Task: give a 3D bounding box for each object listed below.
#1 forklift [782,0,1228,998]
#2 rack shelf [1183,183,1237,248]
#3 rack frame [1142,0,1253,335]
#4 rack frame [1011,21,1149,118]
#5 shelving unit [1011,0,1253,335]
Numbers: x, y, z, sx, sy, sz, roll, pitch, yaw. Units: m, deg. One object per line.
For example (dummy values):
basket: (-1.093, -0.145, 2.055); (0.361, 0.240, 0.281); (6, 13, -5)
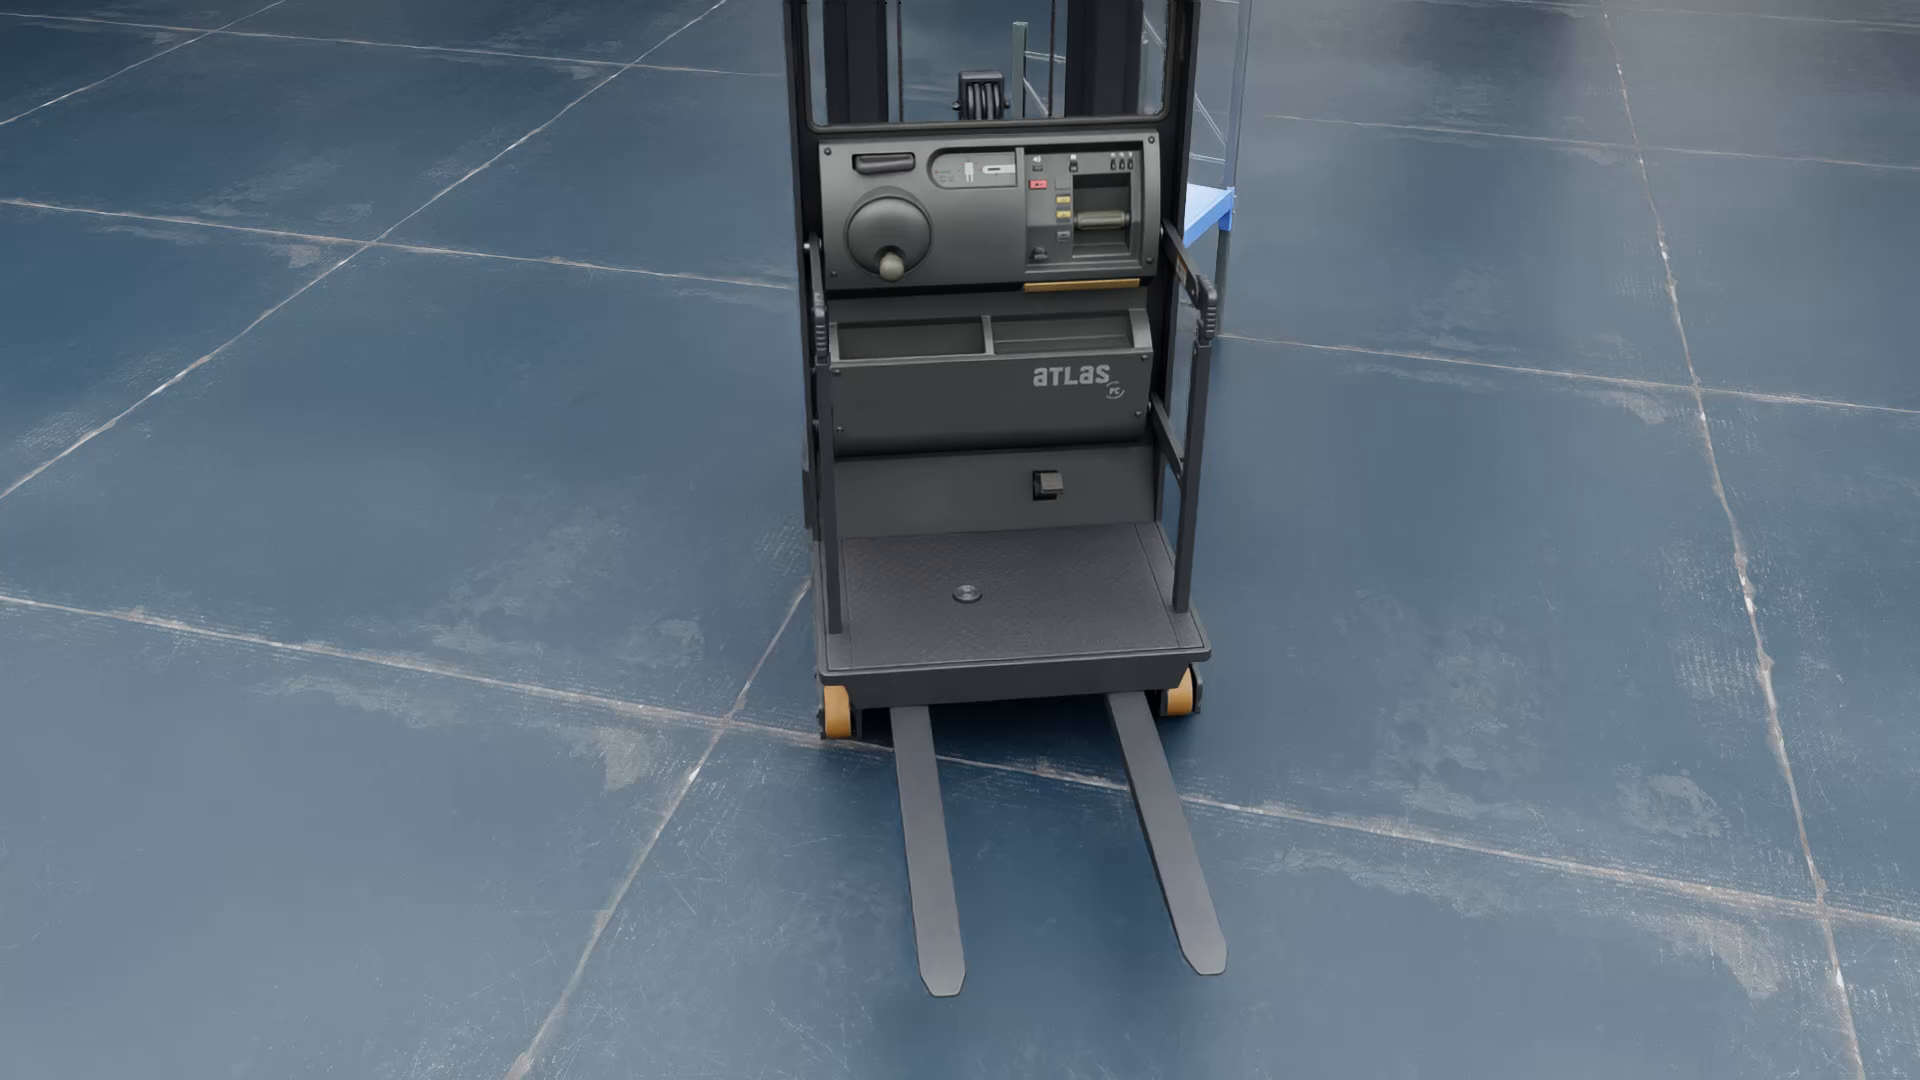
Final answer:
forklift: (0.111, -0.852, 4.359); (1.130, 2.935, 3.031); (-3, 33, -5)
rack shelf: (0.655, -1.194, 6.566); (0.538, 0.185, 1.000); (17, 36, 24)
rack frame: (0.901, -1.585, 6.845); (0.500, 1.500, 0.032); (17, 36, 24)
rack frame: (0.409, -1.107, 6.094); (0.500, 1.500, 0.032); (17, 36, 24)
shelving unit: (0.655, -1.346, 6.469); (0.538, 1.500, 1.048); (17, 36, 24)
